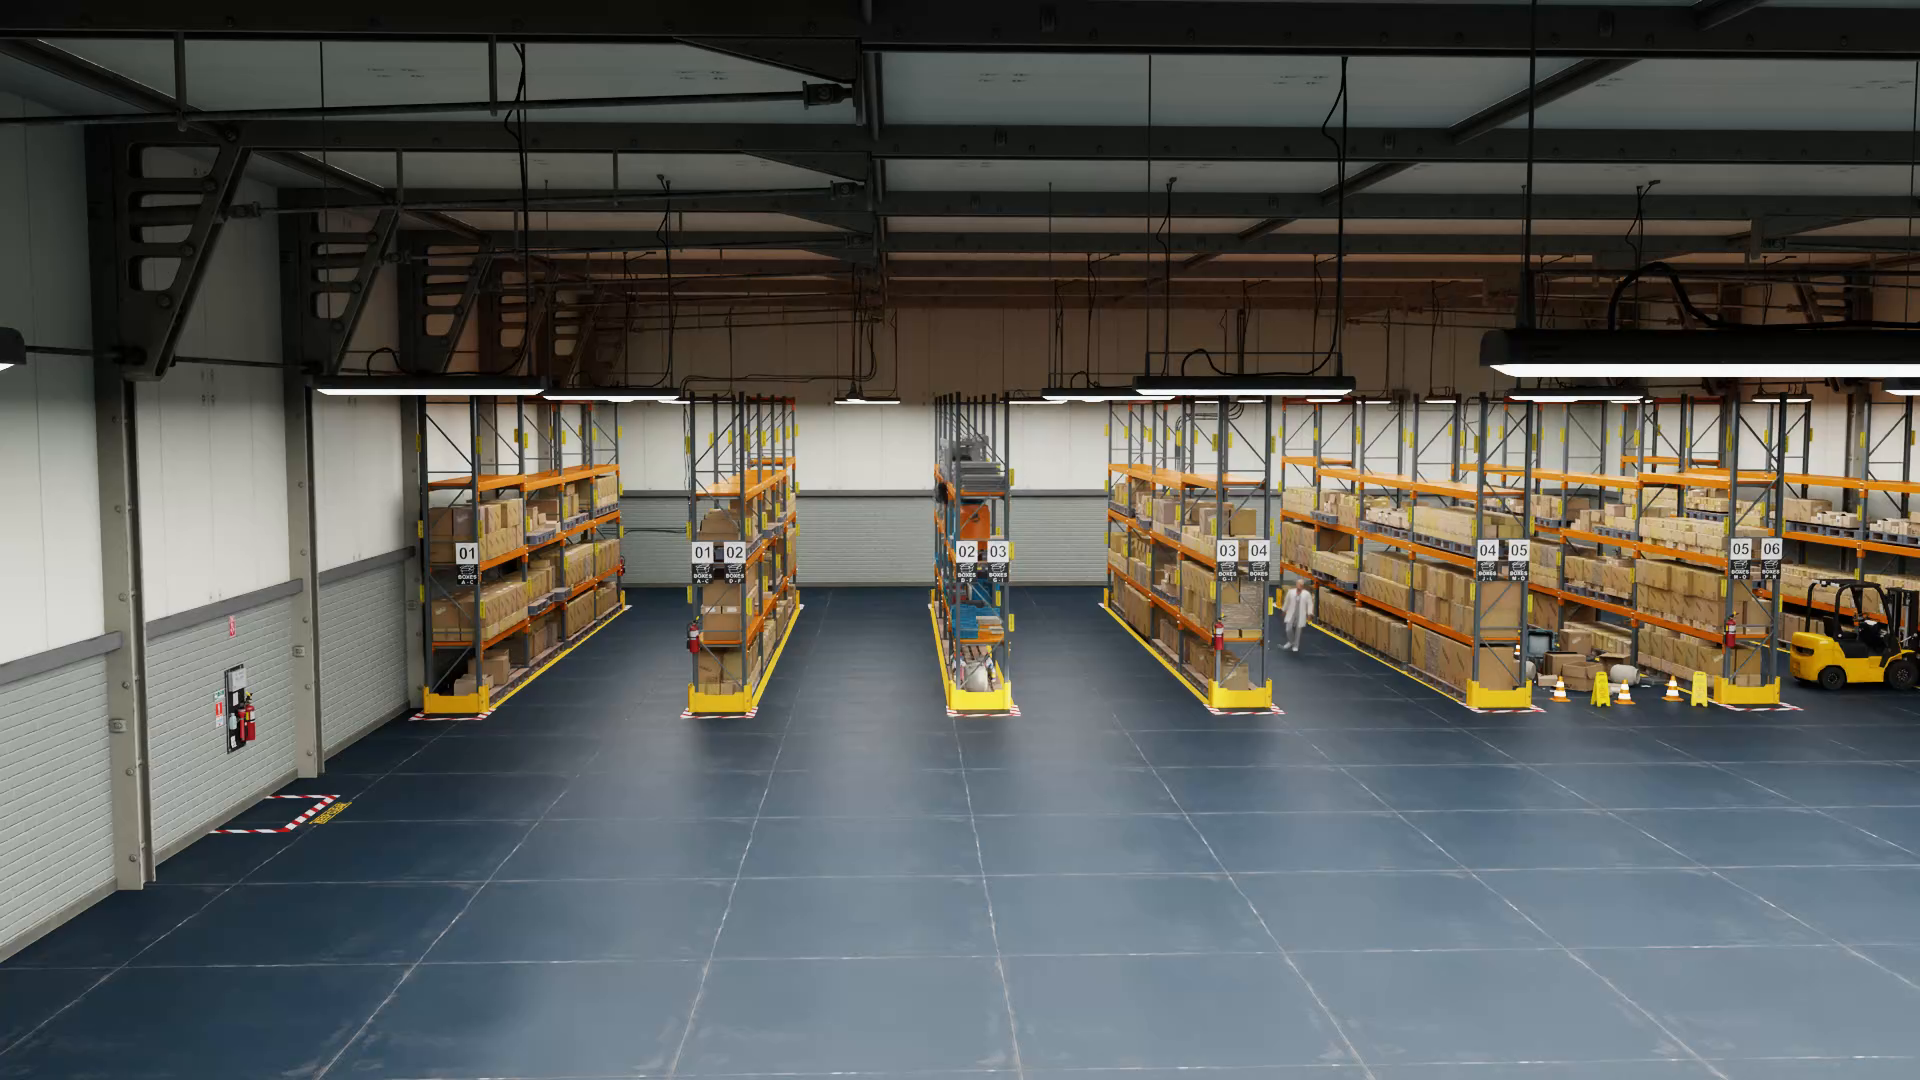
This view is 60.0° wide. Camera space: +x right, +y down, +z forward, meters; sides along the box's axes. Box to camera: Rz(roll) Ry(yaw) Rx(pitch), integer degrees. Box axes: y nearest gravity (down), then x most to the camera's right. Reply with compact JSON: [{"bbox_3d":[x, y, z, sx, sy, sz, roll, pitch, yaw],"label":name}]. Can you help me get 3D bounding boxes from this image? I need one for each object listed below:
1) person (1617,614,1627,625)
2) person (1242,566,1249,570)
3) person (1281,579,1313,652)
[{"bbox_3d":[17.486,1.427,43.607,0.570,1.640,0.723,-2,5,-25],"label":"person"},{"bbox_3d":[8.151,1.040,47.643,0.705,1.787,0.710,1,5,11],"label":"person"},{"bbox_3d":[7.824,1.777,38.623,0.712,1.693,0.683,1,5,11],"label":"person"}]
